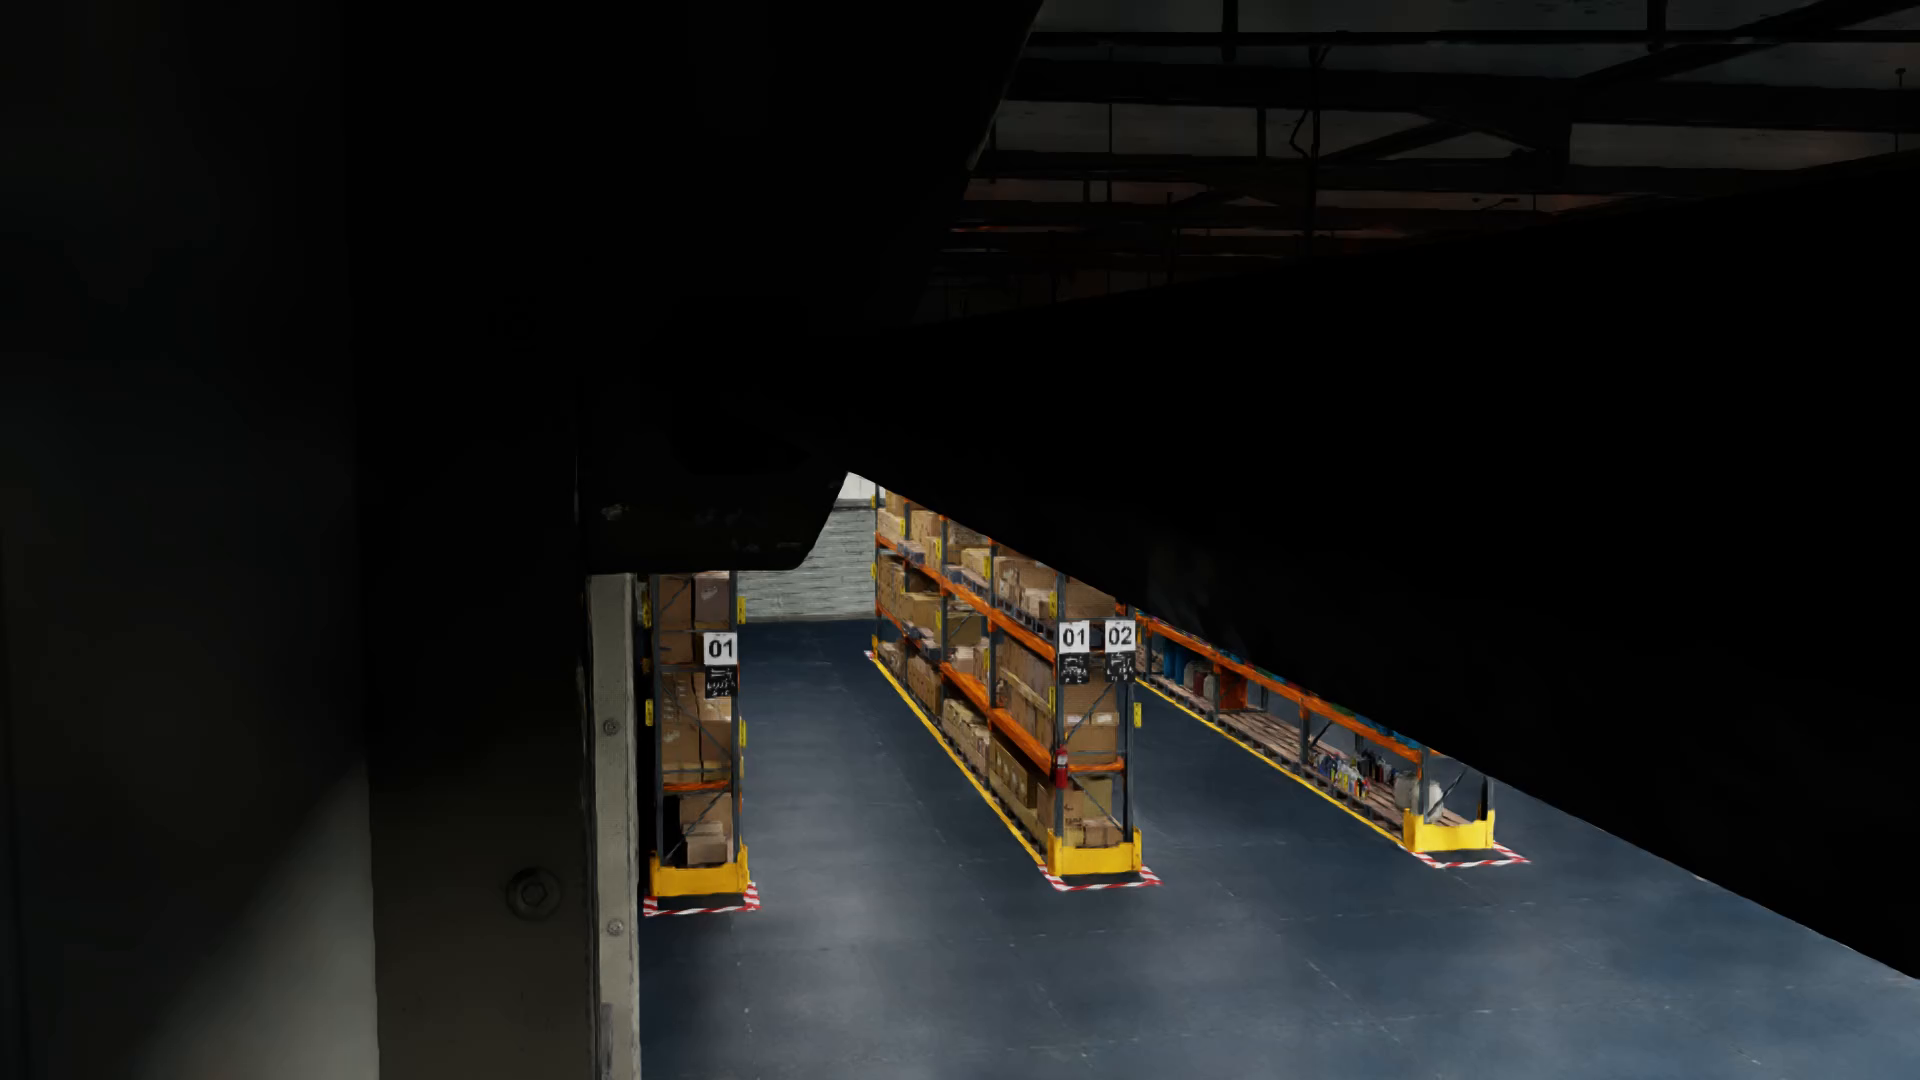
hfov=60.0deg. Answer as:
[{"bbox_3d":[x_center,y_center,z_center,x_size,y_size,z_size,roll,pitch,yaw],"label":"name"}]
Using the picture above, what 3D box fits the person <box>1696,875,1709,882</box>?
[{"bbox_3d":[9.431,3.351,20.588,0.536,1.765,0.629,-4,7,-37],"label":"person"}]
